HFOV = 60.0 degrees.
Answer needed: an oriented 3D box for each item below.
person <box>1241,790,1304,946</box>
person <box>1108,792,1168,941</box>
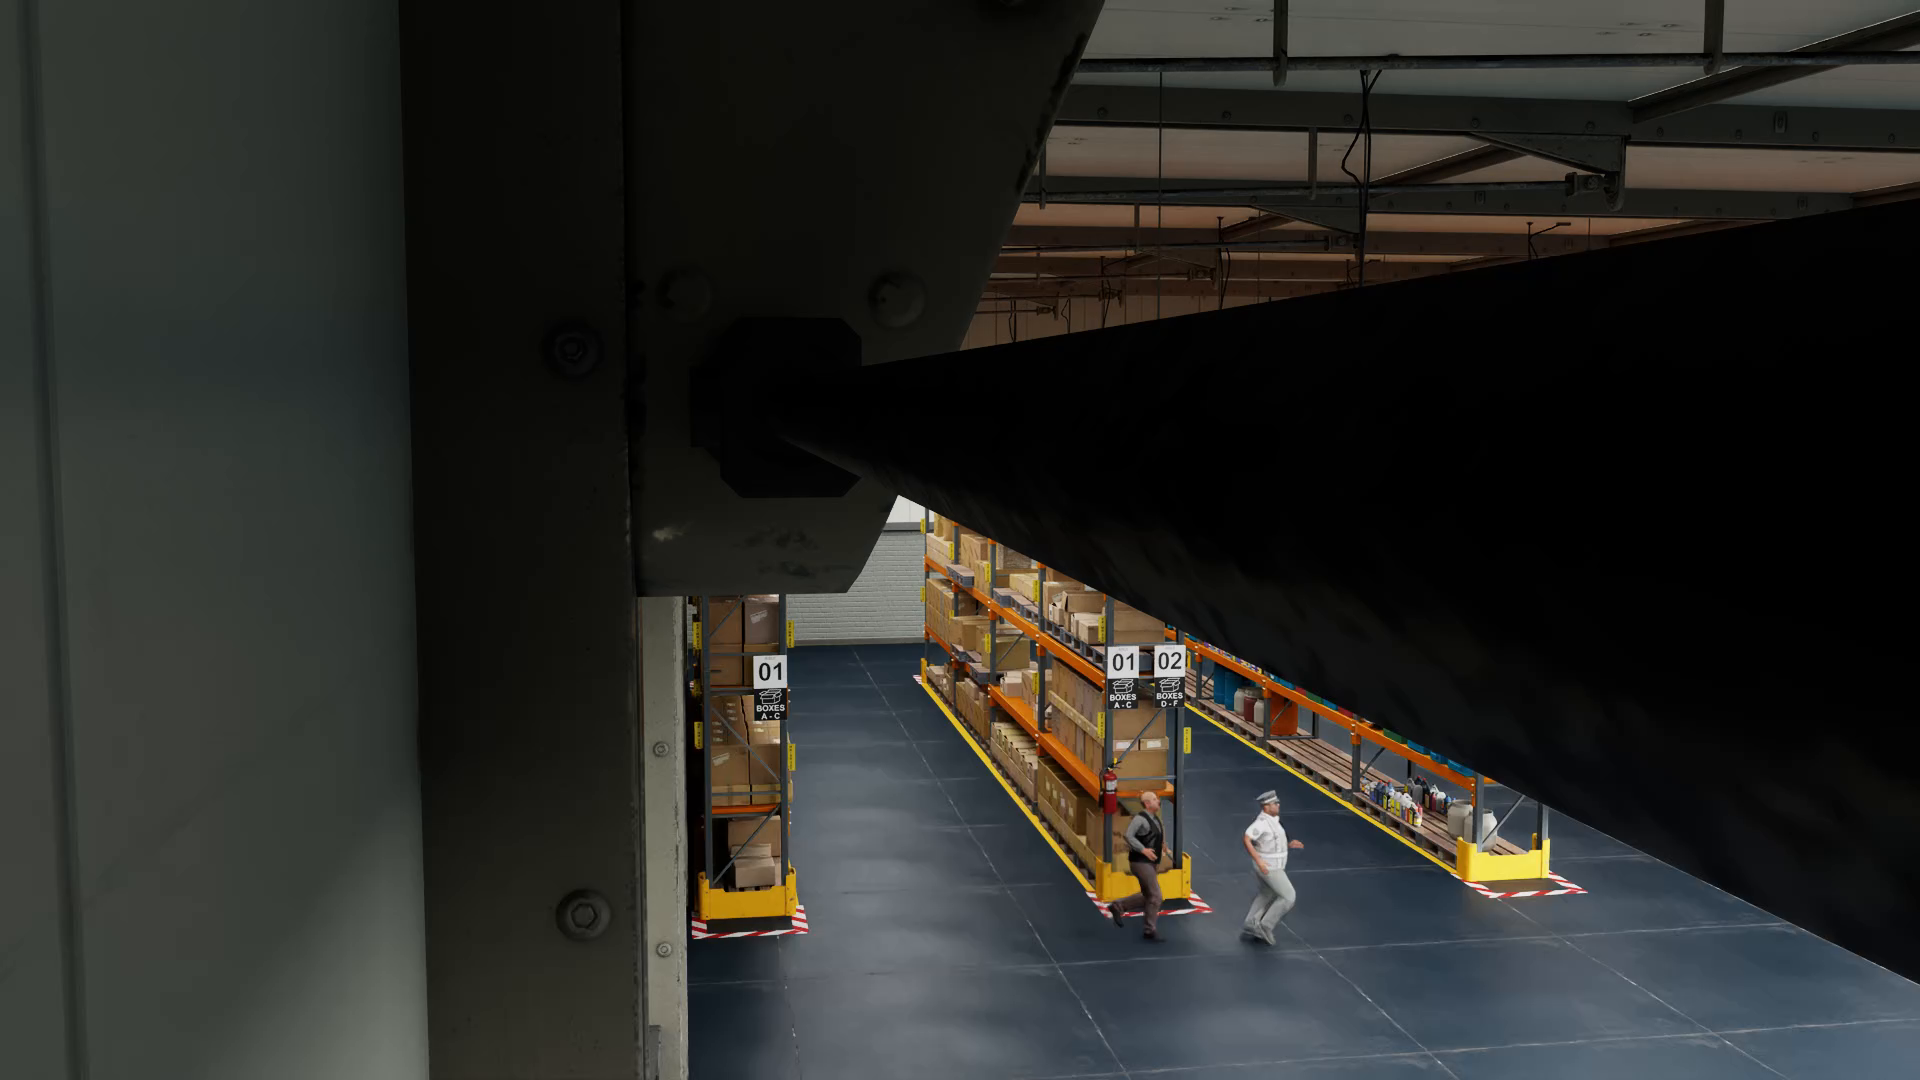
[{"bbox_3d":[3.600,3.769,19.164,0.703,1.795,0.641,1,5,15],"label":"person"},{"bbox_3d":[2.138,3.792,19.528,0.766,1.692,0.698,3,6,28],"label":"person"}]
